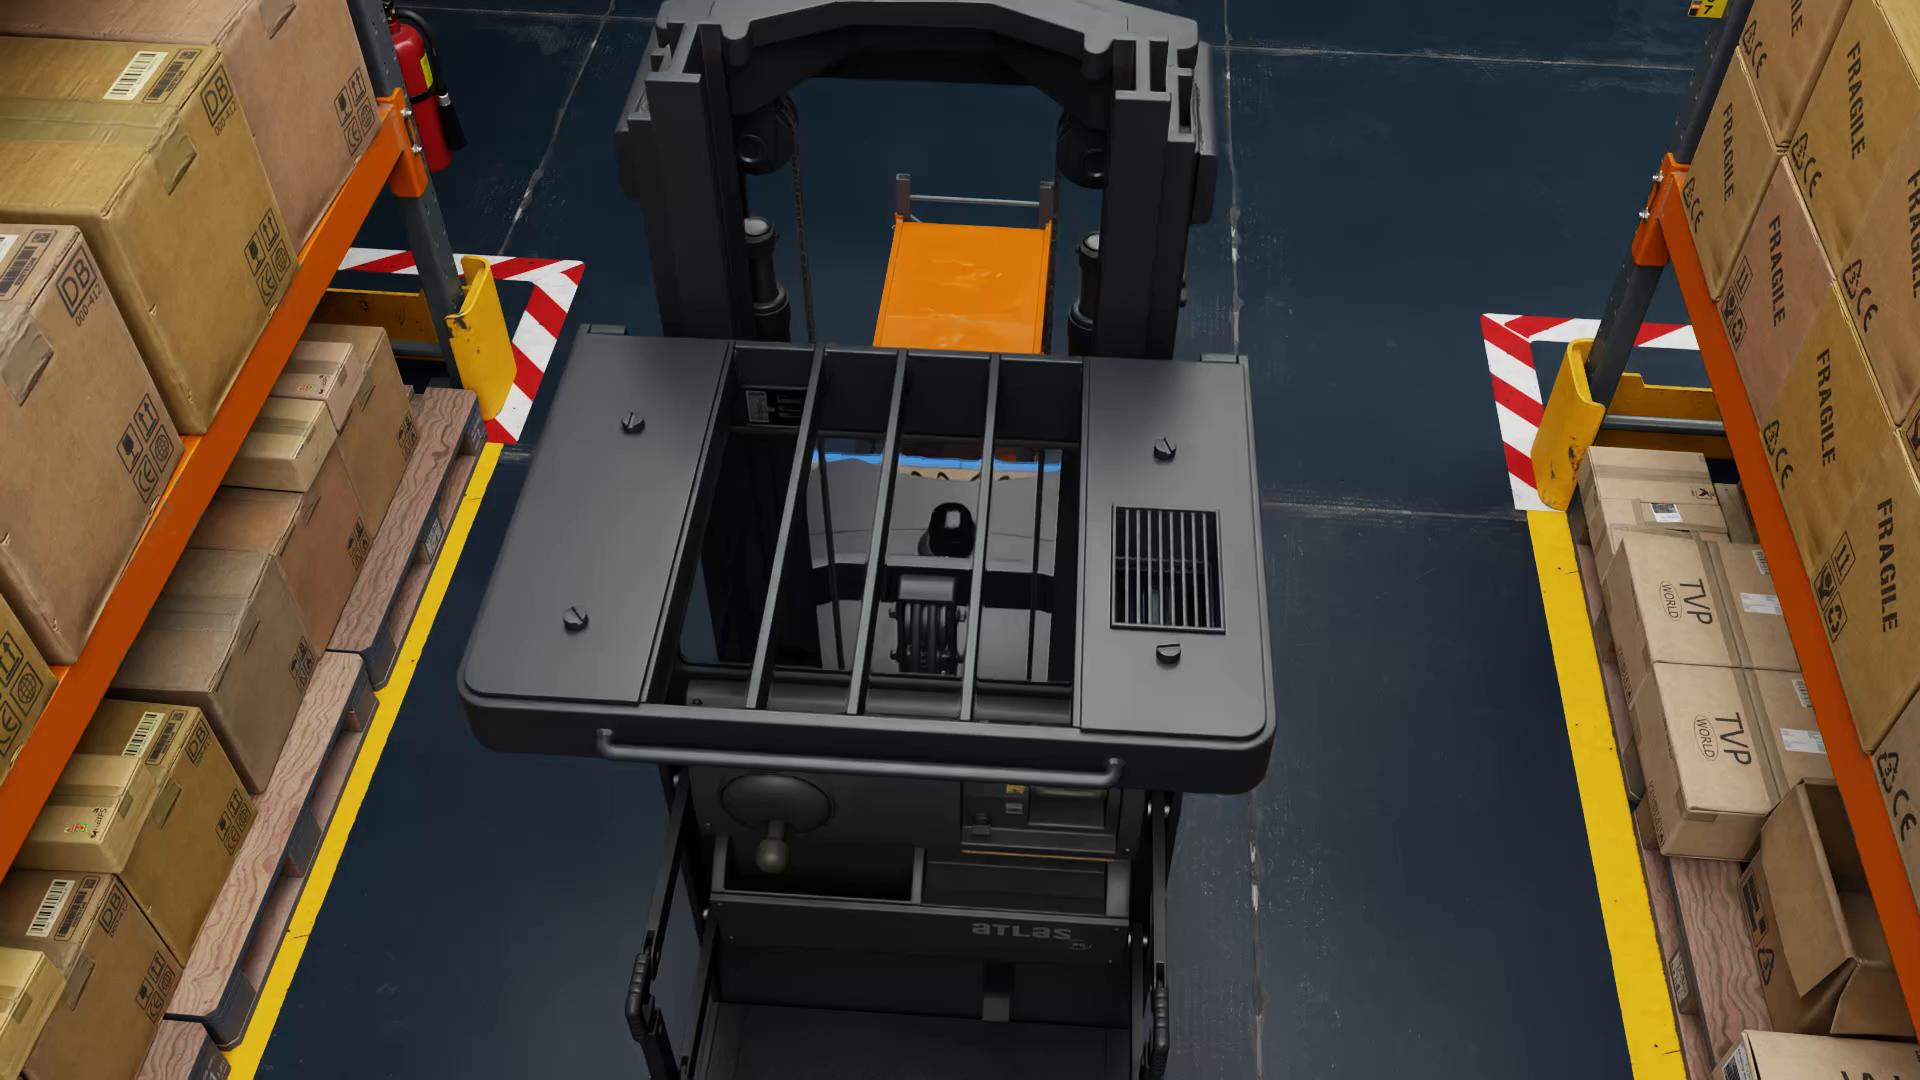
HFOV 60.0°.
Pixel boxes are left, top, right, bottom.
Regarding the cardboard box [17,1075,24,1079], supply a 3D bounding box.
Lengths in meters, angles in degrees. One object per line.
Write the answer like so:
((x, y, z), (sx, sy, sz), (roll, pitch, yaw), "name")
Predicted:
((-2.477, 1.506, 3.749), (0.700, 0.500, 0.500), (4, 48, 4), "cardboard box")

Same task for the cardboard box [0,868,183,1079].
((-2.428, 1.137, 4.087), (0.700, 0.500, 0.500), (3, 48, 3), "cardboard box")

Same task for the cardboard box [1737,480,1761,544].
((2.846, -0.151, 5.251), (0.500, 0.500, 0.500), (4, 48, 4), "cardboard box")

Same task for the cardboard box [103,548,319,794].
((-2.338, 0.368, 4.790), (0.700, 0.500, 0.500), (2, 48, 2), "cardboard box")

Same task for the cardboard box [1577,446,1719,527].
((2.270, -0.164, 5.501), (0.380, 0.149, 0.250), (4, 48, 4), "cardboard box")

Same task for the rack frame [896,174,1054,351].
((0.047, -0.758, 5.681), (0.500, 1.125, 0.032), (4, 48, 4), "rack frame")

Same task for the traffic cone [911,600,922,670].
((-0.103, 0.508, 3.817), (0.062, 1.202, 0.307), (4, 48, 4), "traffic cone")

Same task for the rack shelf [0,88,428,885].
((-2.465, 0.120, 4.095), (1.077, 0.370, 4.000), (4, 48, 4), "rack shelf")

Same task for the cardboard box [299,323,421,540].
((-2.247, -0.370, 5.465), (0.700, 0.500, 0.500), (4, 48, 4), "cardboard box")

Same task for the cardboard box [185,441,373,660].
((-2.293, -0.002, 5.128), (0.700, 0.500, 0.500), (4, 48, 3), "cardboard box")

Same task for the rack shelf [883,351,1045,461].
((0.001, -0.220, 5.520), (0.538, 0.278, 1.000), (4, 48, 4), "rack shelf")

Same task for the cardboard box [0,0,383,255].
((-2.320, -1.318, 4.720), (0.980, 0.700, 0.700), (6, 48, 5), "cardboard box")

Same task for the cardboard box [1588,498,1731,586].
((2.247, 0.014, 5.326), (0.380, 0.166, 0.250), (4, 48, 4), "cardboard box")

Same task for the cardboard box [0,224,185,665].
((-2.453, -0.223, 3.718), (0.980, 0.700, 0.700), (2, 48, 2), "cardboard box")

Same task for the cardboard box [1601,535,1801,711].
((2.273, 0.265, 5.040), (0.500, 0.250, 0.500), (4, 48, 4), "cardboard box")

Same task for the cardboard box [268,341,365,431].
((-2.078, -0.482, 5.128), (0.380, 0.149, 0.250), (3, 48, 3), "cardboard box")

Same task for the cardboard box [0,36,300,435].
((-2.375, -0.783, 4.230), (0.980, 0.700, 0.700), (4, 48, 3), "cardboard box")

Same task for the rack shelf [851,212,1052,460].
((0.001, -0.582, 5.123), (0.538, 0.278, 1.000), (4, 48, 4), "rack shelf")

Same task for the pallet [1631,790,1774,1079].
((2.458, 1.215, 4.496), (1.003, 0.211, 1.213), (4, 48, 4), "pallet")

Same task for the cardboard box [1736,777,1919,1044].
((2.452, 0.990, 4.205), (0.797, 0.503, 0.637), (4, 48, 4), "cardboard box")

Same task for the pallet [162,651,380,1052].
((-2.392, 0.835, 4.843), (1.003, 0.211, 1.213), (4, 48, 4), "pallet")

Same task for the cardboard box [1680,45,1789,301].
((2.347, -0.988, 4.553), (0.500, 0.500, 0.500), (5, 48, 4), "cardboard box")

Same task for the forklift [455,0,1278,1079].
((-0.100, 0.595, 3.220), (1.130, 2.935, 3.031), (3, 48, 3), "forklift")

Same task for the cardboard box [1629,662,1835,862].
((2.227, 0.633, 4.704), (0.500, 0.250, 0.500), (4, 48, 4), "cardboard box")

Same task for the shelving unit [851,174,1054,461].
((0.001, -0.385, 5.339), (0.538, 1.125, 1.048), (4, 48, 4), "shelving unit")

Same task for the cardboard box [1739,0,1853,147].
((2.347, -1.325, 4.184), (0.500, 0.500, 0.500), (5, 48, 5), "cardboard box")

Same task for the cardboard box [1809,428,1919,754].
((2.210, 0.128, 3.533), (0.500, 0.500, 0.500), (4, 48, 4), "cardboard box")

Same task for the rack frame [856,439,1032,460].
((-0.046, -0.011, 4.998), (0.500, 1.125, 0.032), (4, 48, 4), "rack frame")

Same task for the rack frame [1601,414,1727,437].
((2.647, -1.262, 4.872), (0.949, 2.616, 0.053), (4, 48, 4), "rack frame")

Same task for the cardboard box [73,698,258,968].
((-2.379, 0.760, 4.431), (0.700, 0.500, 0.500), (5, 48, 4), "cardboard box")

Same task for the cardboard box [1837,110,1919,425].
((2.257, -0.573, 3.496), (0.500, 0.500, 0.500), (4, 48, 4), "cardboard box")

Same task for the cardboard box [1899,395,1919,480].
((2.211, -0.200, 3.155), (0.500, 0.500, 0.500), (3, 48, 3), "cardboard box")
